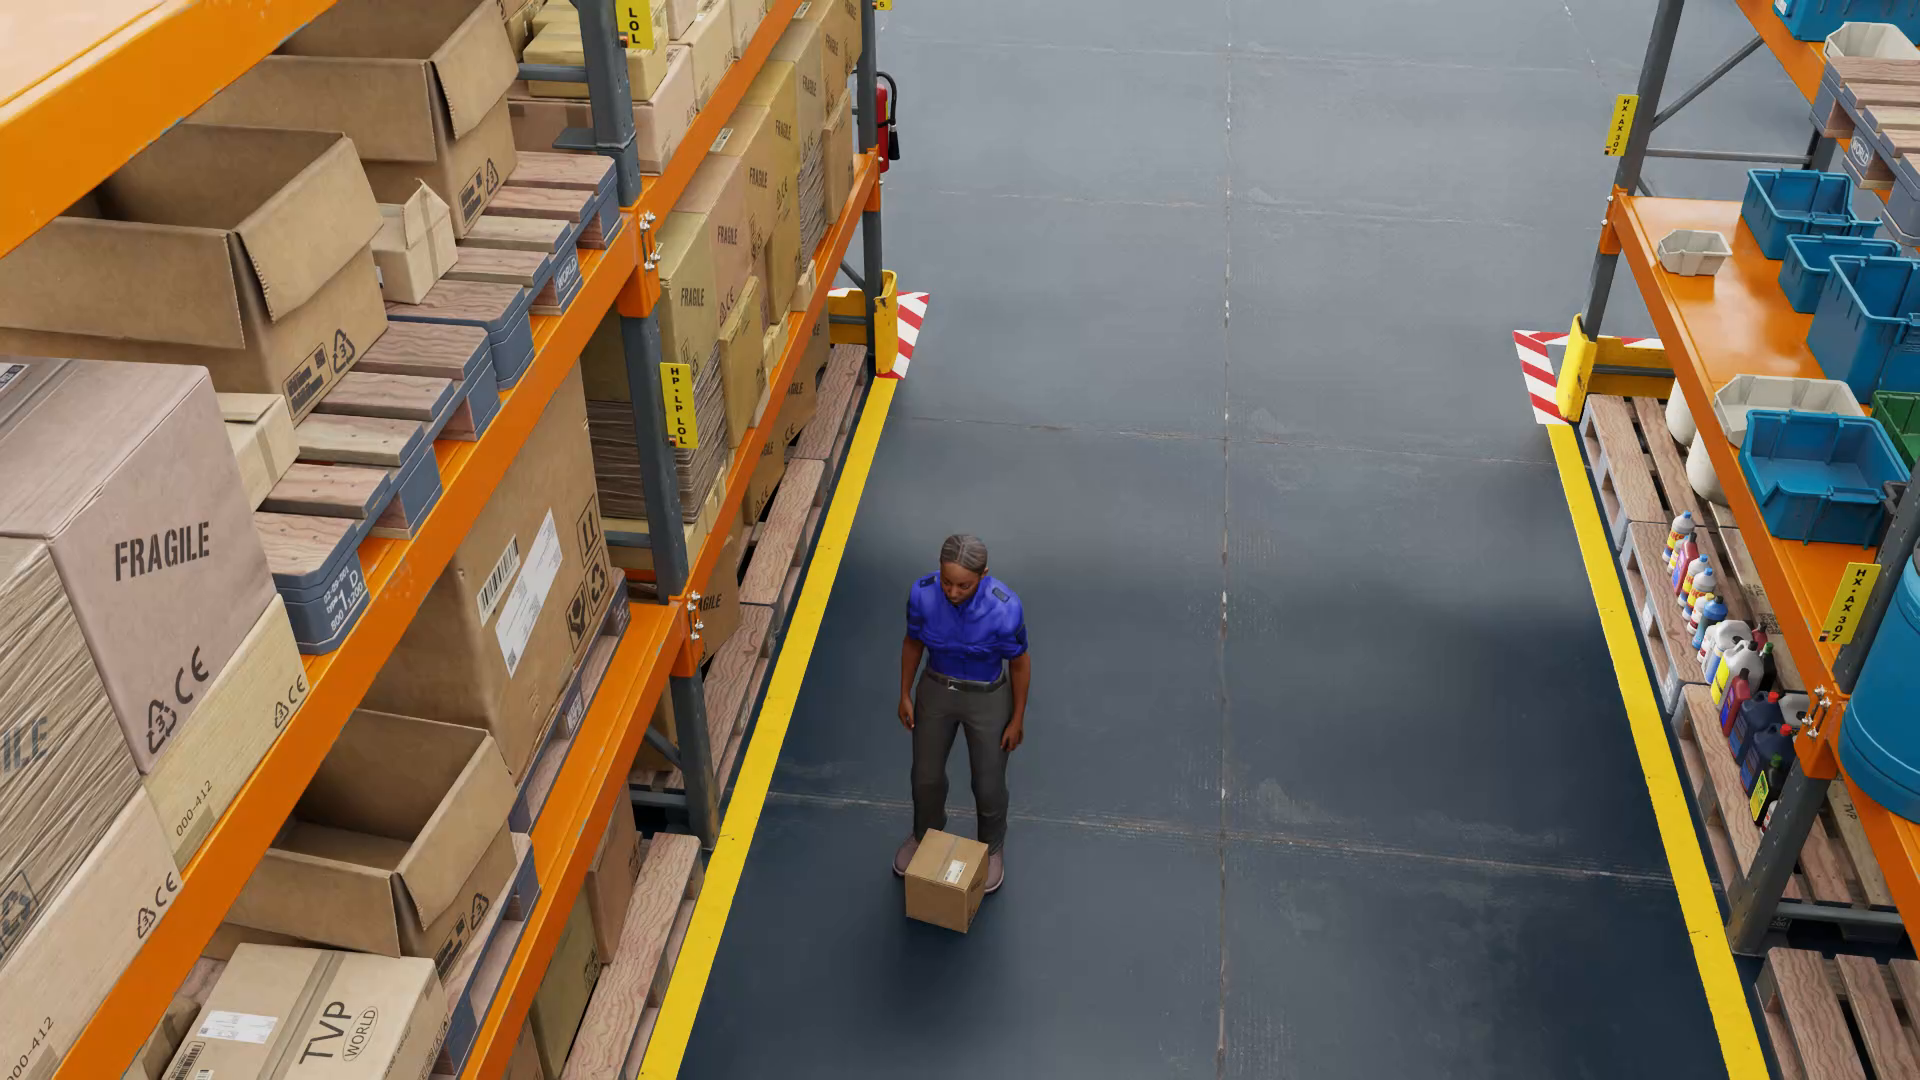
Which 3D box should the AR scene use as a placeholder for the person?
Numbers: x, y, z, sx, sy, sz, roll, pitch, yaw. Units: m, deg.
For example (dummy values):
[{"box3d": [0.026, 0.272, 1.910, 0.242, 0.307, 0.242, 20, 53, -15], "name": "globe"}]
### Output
[{"box3d": [0.007, 0.617, 6.204, 0.506, 1.655, 0.346, 11, 38, 14], "name": "person"}]
